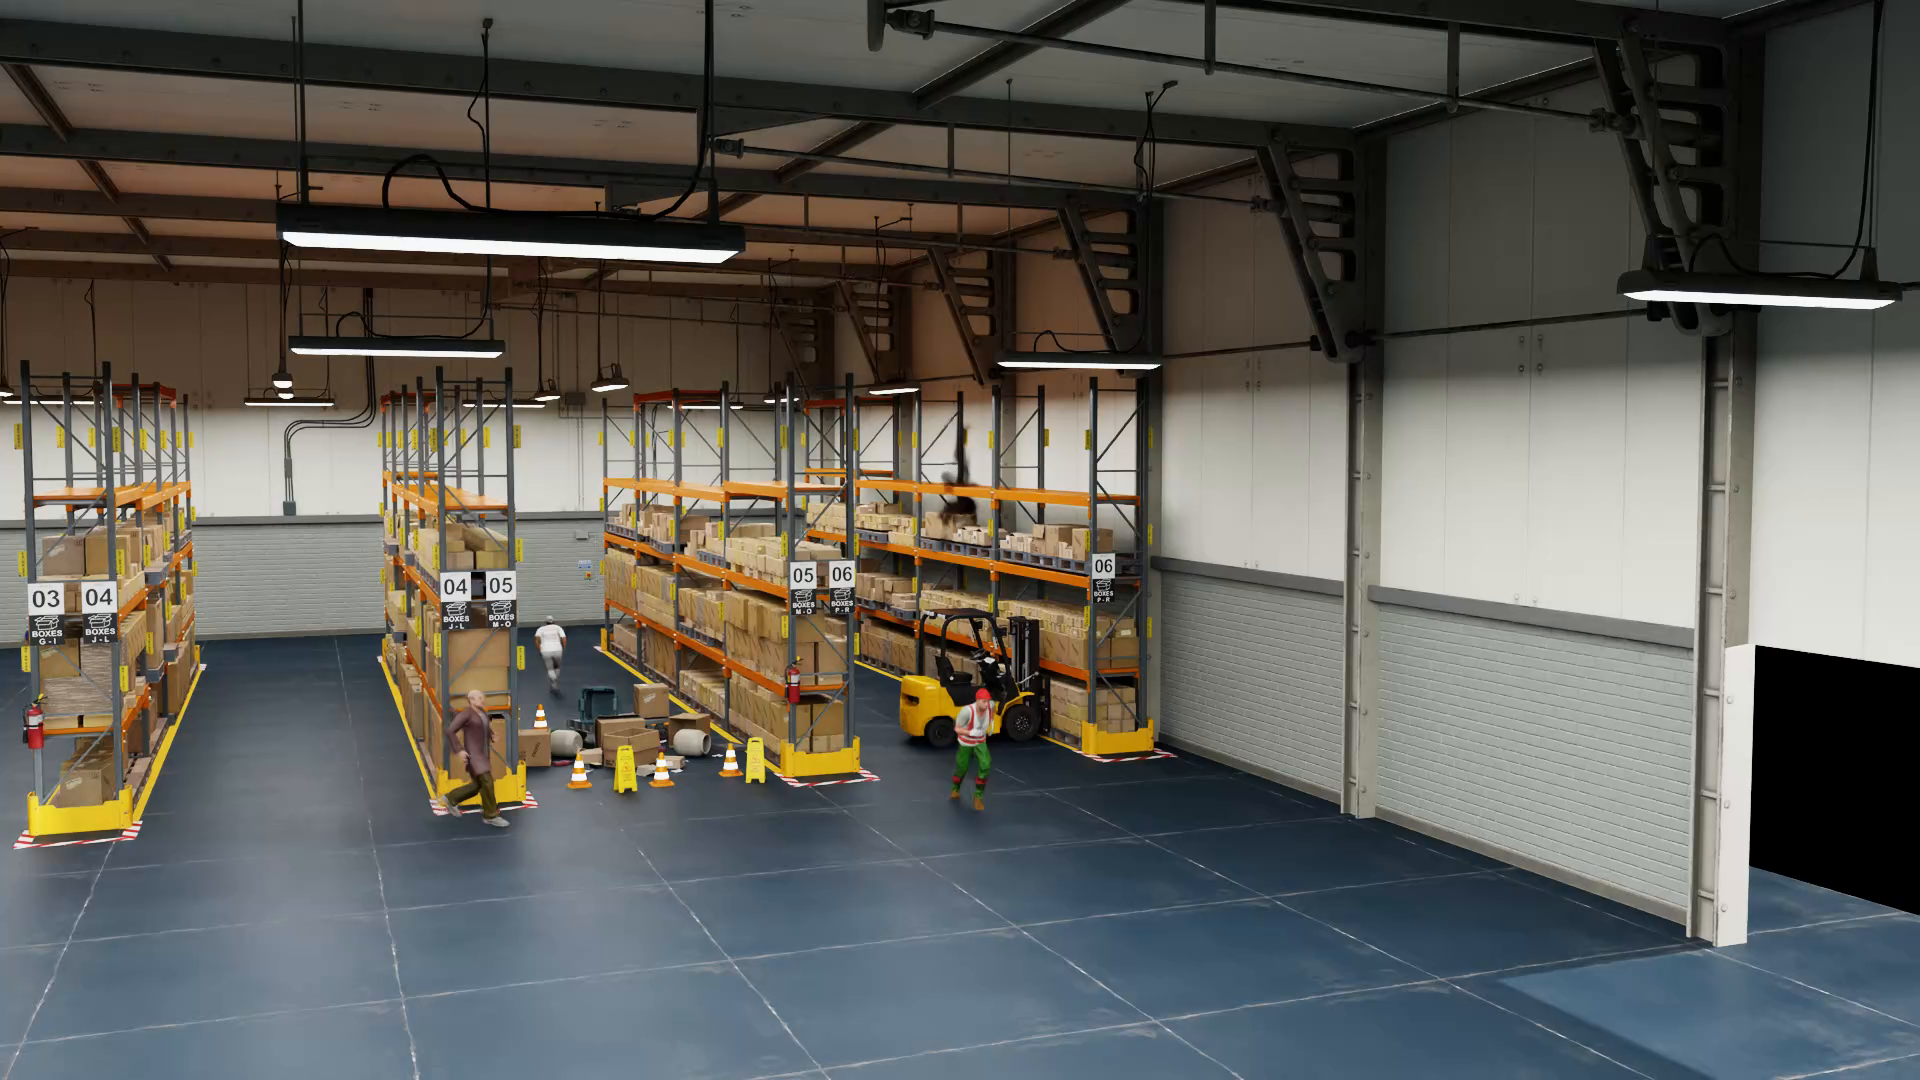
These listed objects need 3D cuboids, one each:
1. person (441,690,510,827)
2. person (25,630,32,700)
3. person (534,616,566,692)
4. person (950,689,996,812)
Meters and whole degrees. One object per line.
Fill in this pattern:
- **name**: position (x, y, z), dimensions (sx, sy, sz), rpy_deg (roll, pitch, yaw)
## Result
- **person**: position (-6.308, 2.825, 21.597), dimensions (0.968, 1.775, 0.752), rpy_deg (1, 3, 9)
- **person**: position (-17.769, 2.263, 32.104), dimensions (0.551, 1.670, 0.676), rpy_deg (-1, 4, -22)
- **person**: position (-8.105, 2.290, 32.934), dimensions (0.618, 1.520, 0.980), rpy_deg (-1, 4, -19)
- **person**: position (0.168, 2.828, 22.658), dimensions (0.707, 1.713, 1.016), rpy_deg (-2, 4, -28)
